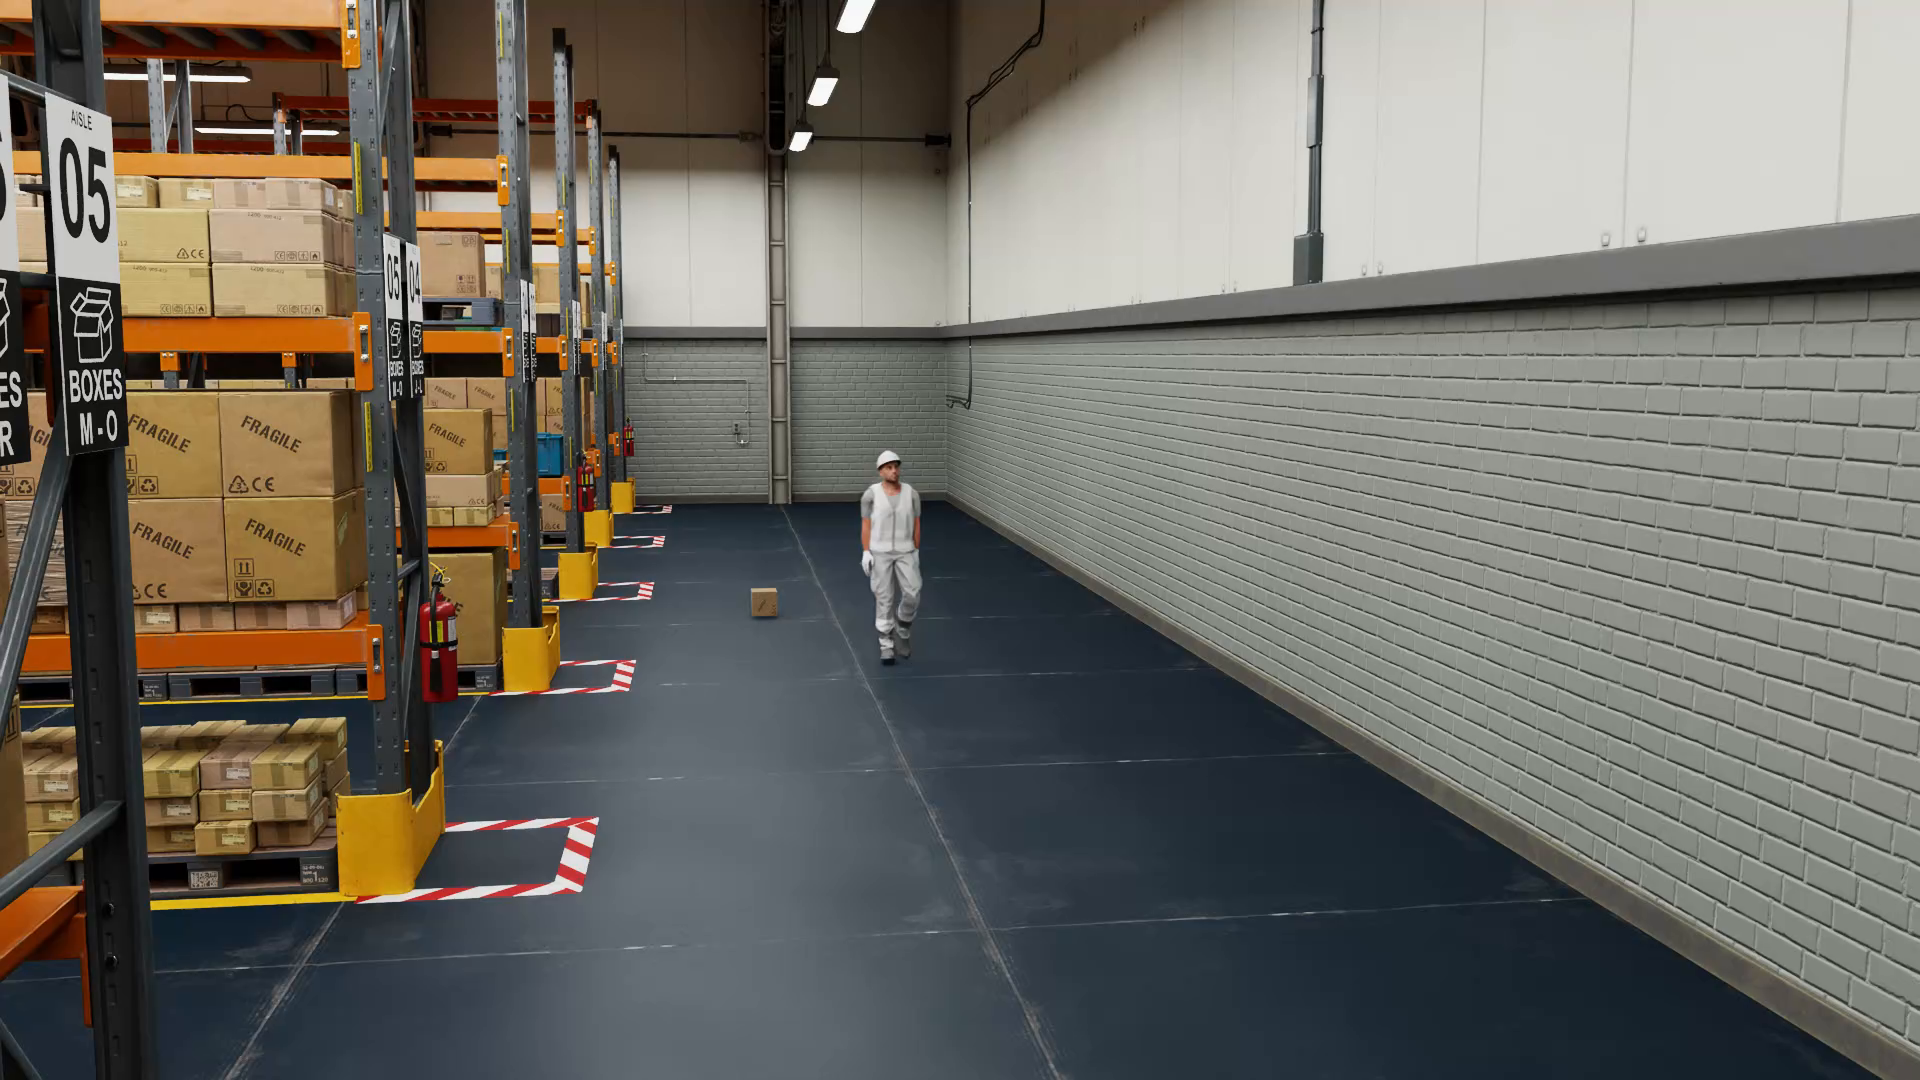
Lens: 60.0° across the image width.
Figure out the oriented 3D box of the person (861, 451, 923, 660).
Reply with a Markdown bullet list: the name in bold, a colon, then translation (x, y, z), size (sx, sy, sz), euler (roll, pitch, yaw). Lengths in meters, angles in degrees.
- **person**: translation (-0.577, 0.140, 14.158), size (0.533, 1.795, 0.448), euler (-1, 7, -10)
